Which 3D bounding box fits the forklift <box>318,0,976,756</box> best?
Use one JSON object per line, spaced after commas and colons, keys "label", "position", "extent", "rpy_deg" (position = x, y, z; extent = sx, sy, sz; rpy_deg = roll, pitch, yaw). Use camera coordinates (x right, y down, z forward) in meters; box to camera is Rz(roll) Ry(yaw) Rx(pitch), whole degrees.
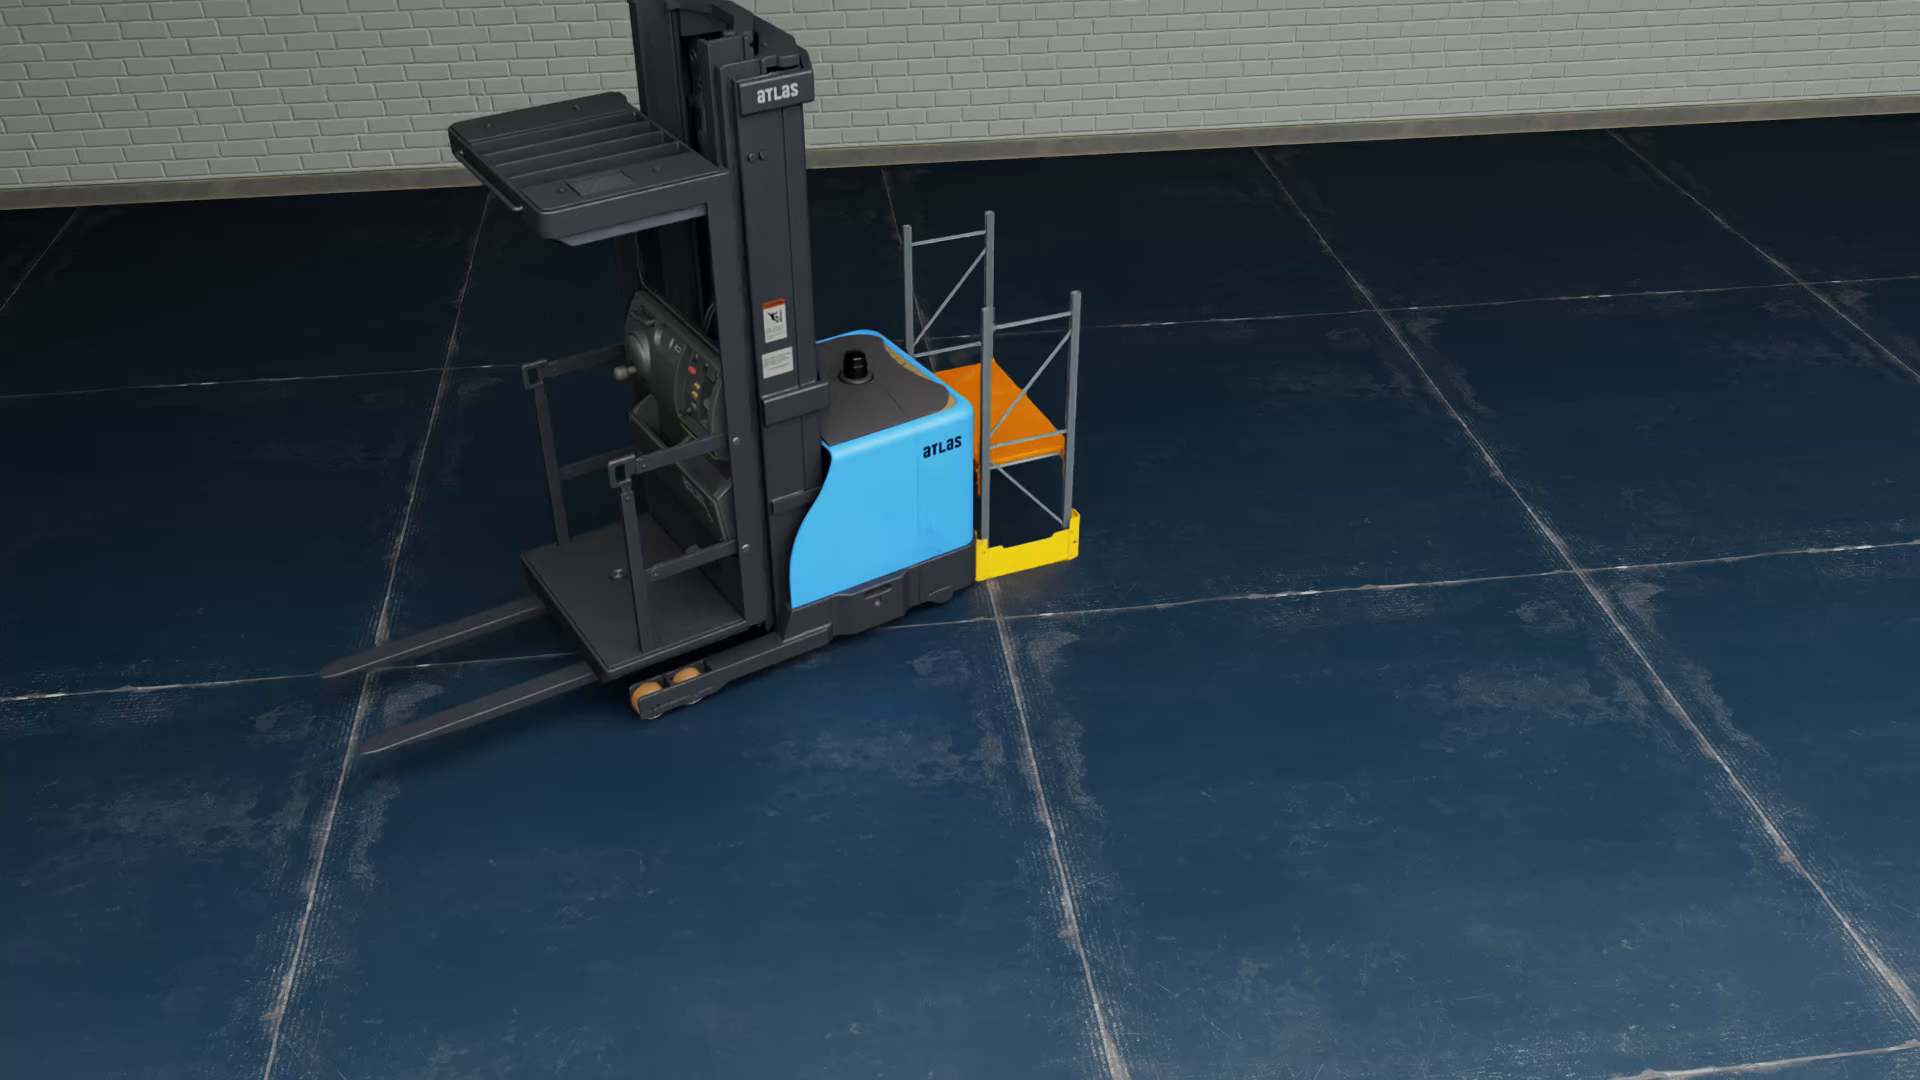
{"label": "forklift", "position": [-1.437, -0.738, 7.230], "extent": [3.031, 2.935, 1.130], "rpy_deg": [-20, 39, -27]}

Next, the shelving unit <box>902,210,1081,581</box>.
{"label": "shelving unit", "position": [0.140, -0.751, 8.520], "extent": [0.587, 1.500, 1.083], "rpy_deg": [-13, 36, -19]}

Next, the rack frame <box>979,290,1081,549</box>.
{"label": "rack frame", "position": [0.332, -0.492, 8.140], "extent": [0.500, 1.500, 0.032], "rpy_deg": [-13, 36, -19]}

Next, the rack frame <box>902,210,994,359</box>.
{"label": "rack frame", "position": [-0.059, -1.020, 8.915], "extent": [0.500, 1.500, 0.032], "rpy_deg": [-13, 36, -19]}

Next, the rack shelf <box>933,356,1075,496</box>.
{"label": "rack shelf", "position": [0.137, -0.607, 8.629], "extent": [0.538, 0.185, 1.000], "rpy_deg": [-13, 36, -19]}

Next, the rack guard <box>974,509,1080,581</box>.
{"label": "rack guard", "position": [0.332, 0.024, 8.493], "extent": [0.587, 0.250, 0.087], "rpy_deg": [-13, 36, -19]}
